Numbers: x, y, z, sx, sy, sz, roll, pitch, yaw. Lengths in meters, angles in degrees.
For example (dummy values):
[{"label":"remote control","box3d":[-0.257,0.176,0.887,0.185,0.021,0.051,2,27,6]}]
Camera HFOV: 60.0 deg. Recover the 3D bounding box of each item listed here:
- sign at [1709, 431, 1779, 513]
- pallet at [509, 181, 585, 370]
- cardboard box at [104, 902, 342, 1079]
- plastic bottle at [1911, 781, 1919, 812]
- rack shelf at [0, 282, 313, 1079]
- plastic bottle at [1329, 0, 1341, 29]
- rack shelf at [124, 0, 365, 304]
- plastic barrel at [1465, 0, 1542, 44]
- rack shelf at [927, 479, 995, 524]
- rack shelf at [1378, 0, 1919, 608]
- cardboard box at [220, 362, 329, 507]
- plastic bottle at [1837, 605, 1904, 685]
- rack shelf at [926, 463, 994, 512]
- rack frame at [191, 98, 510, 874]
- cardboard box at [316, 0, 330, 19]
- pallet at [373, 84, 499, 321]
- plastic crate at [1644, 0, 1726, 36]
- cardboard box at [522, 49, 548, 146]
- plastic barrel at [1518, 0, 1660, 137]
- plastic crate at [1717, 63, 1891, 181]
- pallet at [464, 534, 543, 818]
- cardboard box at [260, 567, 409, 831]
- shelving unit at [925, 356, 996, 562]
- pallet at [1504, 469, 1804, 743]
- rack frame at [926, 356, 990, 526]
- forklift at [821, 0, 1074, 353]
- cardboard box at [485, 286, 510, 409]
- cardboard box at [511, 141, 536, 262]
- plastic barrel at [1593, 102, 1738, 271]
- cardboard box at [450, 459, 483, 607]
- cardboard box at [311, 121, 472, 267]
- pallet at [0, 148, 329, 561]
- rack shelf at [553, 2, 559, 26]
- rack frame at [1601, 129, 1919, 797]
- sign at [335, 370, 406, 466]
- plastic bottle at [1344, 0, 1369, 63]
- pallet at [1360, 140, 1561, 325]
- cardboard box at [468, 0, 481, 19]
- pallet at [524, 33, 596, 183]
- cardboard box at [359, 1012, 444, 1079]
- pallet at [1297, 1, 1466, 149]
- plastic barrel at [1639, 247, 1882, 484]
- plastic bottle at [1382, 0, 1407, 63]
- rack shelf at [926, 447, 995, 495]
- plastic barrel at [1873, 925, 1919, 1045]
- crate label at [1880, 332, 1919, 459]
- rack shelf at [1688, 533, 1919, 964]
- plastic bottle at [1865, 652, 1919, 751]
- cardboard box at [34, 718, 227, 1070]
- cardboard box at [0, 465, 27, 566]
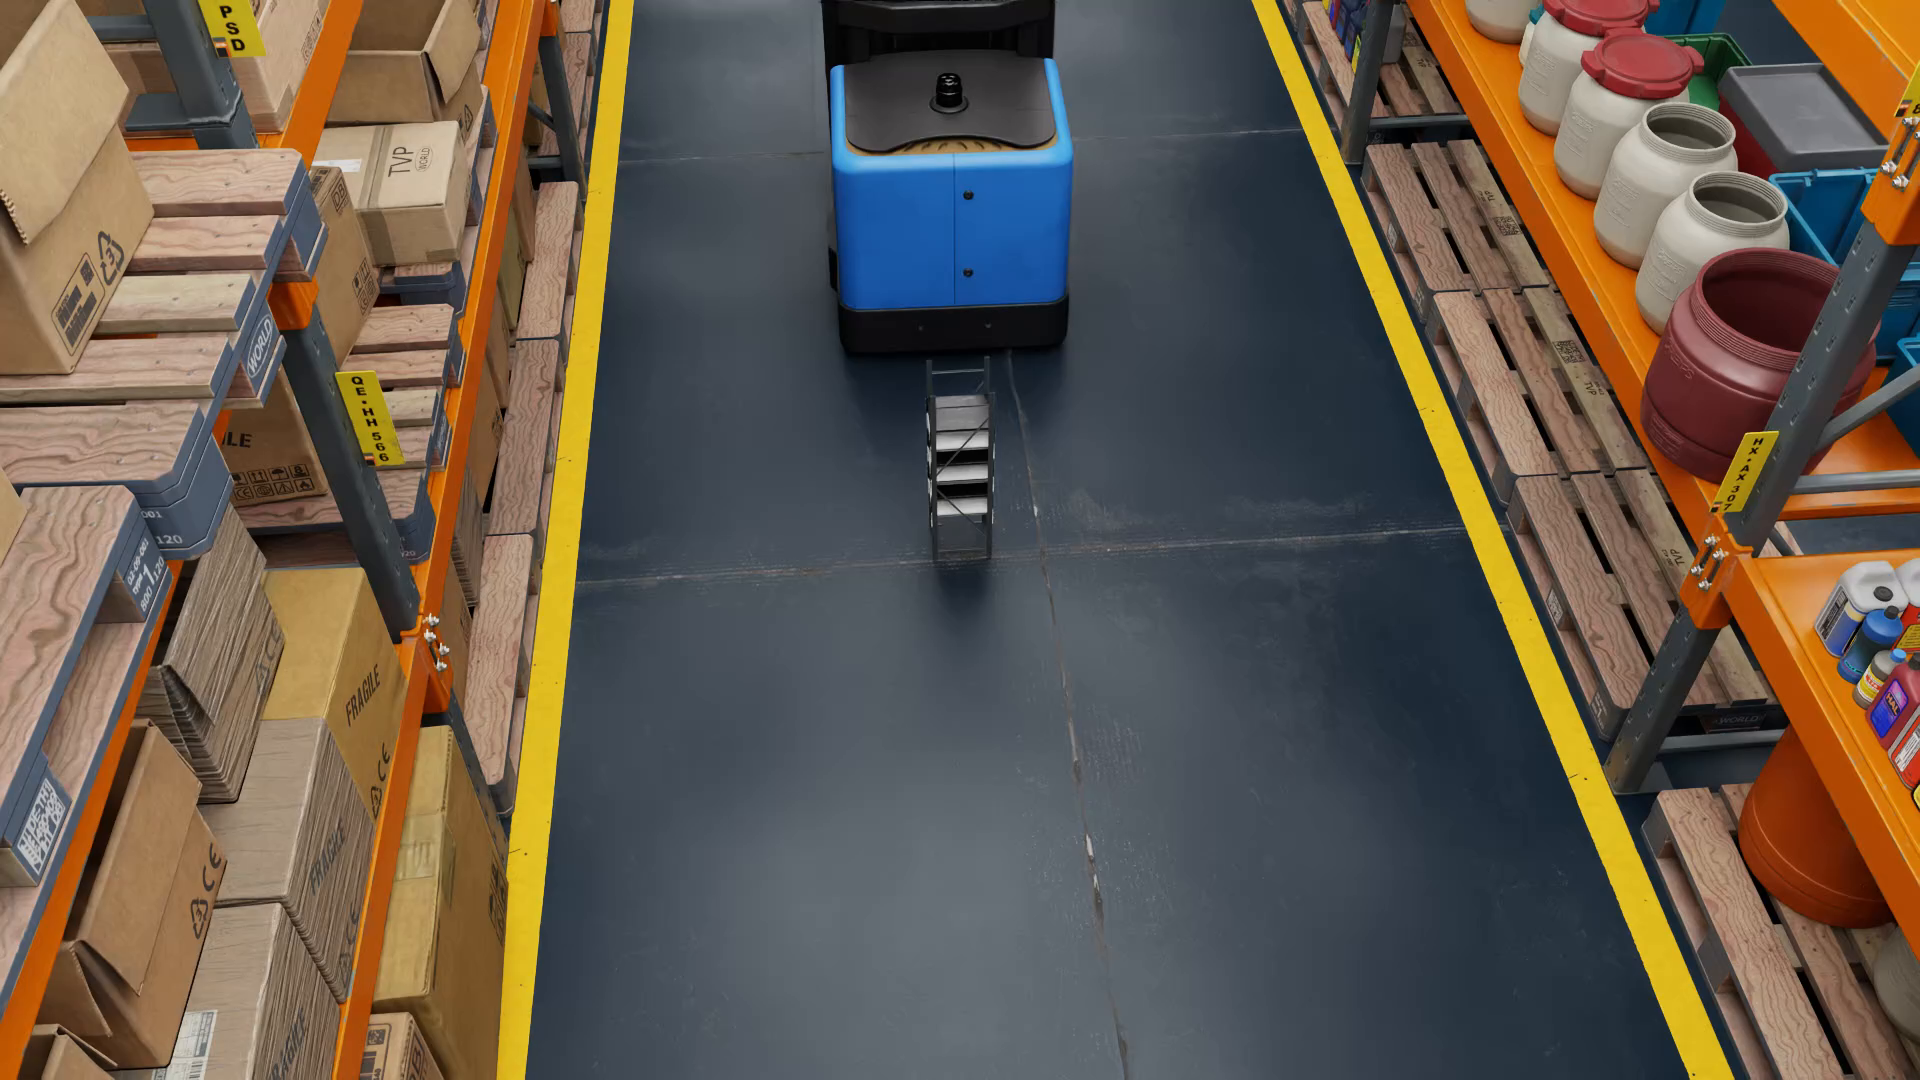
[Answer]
[{"label":"sign","box3d":[2.306,-0.197,4.895,0.100,0.325,0.005,-3,47,-3]},{"label":"pallet","box3d":[-2.350,-1.250,7.925,1.003,0.211,1.213,-3,47,-3]},{"label":"cardboard box","box3d":[-1.711,1.166,3.648,0.500,0.500,0.500,-5,47,-5]},{"label":"plastic bottle","box3d":[2.572,0.628,4.306,0.061,0.283,0.133,-3,47,-3]},{"label":"rack shelf","box3d":[-1.915,0.785,2.507,1.077,0.370,4.000,-3,47,-3]},{"label":"plastic bottle","box3d":[2.106,-2.993,9.223,0.061,0.283,0.133,-1,47,-1]},{"label":"rack shelf","box3d":[-2.249,-2.109,5.248,1.077,0.370,4.000,-3,47,-3]},{"label":"plastic barrel","box3d":[2.380,-2.415,7.014,0.433,0.535,0.433,0,47,0]},{"label":"rack shelf","box3d":[0.001,-0.157,6.709,0.258,0.077,0.200,-3,47,-3]},{"label":"rack shelf","box3d":[2.686,-1.379,6.622,1.077,0.370,4.000,-3,47,-3]},{"label":"cardboard box","box3d":[-2.167,-0.445,4.884,0.500,0.500,0.500,-9,47,-8]},{"label":"plastic bottle","box3d":[2.550,0.283,4.641,0.097,0.271,0.097,0,47,0]},{"label":"rack shelf","box3d":[0.001,-0.219,6.644,0.258,0.077,0.200,-3,47,-3]},{"label":"rack frame","box3d":[-2.082,0.122,4.705,1.000,3.000,0.127,-3,47,-3]},{"label":"cardboard box","box3d":[-1.910,-1.585,4.359,0.500,0.250,0.500,-2,47,-2]},{"label":"pallet","box3d":[-2.288,-1.242,6.129,1.003,0.211,1.213,-3,47,-3]},{"label":"plastic crate","box3d":[2.921,-2.289,6.999,0.392,0.384,0.575,-3,47,-3]},{"label":"cardboard box","box3d":[-2.410,-2.349,8.478,0.500,0.500,0.500,-5,47,-5]},{"label":"plastic barrel","box3d":[2.442,-1.884,6.511,0.433,0.535,0.433,0,47,0]},{"label":"plastic crate","box3d":[3.023,-1.389,6.092,0.402,0.464,0.583,-3,47,-3]},{"label":"pallet","box3d":[-2.146,0.515,6.253,1.003,0.211,1.213,-3,47,-3]},{"label":"cardboard box","box3d":[-1.794,0.429,4.345,0.500,0.500,0.500,-2,47,-2]},{"label":"shelving unit","box3d":[0.001,-0.304,6.554,0.258,0.900,0.210,-3,47,-3]},{"label":"pallet","box3d":[2.827,0.217,6.536,1.003,0.211,1.213,-3,47,-3]},{"label":"rack frame","box3d":[-0.008,-0.377,6.624,0.240,0.900,0.006,-3,47,-3]},{"label":"forklift","box3d":[-0.117,-2.929,7.642,1.130,2.935,3.031,-3,47,-2]},{"label":"cardboard box","box3d":[-2.318,-0.868,7.061,0.700,0.500,0.500,-7,47,-7]},{"label":"cardboard box","box3d":[-2.387,-1.619,7.772,0.700,0.500,0.500,-7,47,-6]},{"label":"plastic barrel","box3d":[2.519,-1.254,5.931,0.421,0.512,0.421,0,47,0]},{"label":"cardboard box","box3d":[-2.217,-0.054,6.290,0.700,0.500,0.500,-7,47,-7]},{"label":"cardboard box","box3d":[-1.993,-1.198,5.769,0.500,0.250,0.500,-5,47,-4]},{"label":"pallet","box3d":[-1.975,-0.382,3.247,1.213,0.211,1.003,-2,47,-1]},{"label":"rack shelf","box3d":[-2.584,-3.972,9.078,1.077,0.370,4.000,-3,47,-3]},{"label":"rack frame","box3d":[2.854,-0.179,4.990,1.000,3.000,0.127,-3,47,-3]},{"label":"sign","box3d":[-1.529,-0.313,4.319,0.100,0.325,0.005,-3,47,-3]},{"label":"plastic bottle","box3d":[2.178,-2.762,8.958,0.144,0.351,0.185,-5,47,-4]},{"label":"pallet","box3d":[2.623,-1.549,8.208,1.003,0.211,1.213,-3,47,-3]},{"label":"cardboard box","box3d":[-2.490,-2.540,6.523,1.000,1.000,1.000,-3,47,-3]},{"label":"pallet","box3d":[-2.508,-2.297,8.917,1.003,0.211,1.213,-3,47,-3]},{"label":"cardboard box","box3d":[-1.978,1.854,4.239,1.225,0.875,0.875,-3,47,-3]},{"label":"pallet","box3d":[2.504,-2.603,9.206,1.003,0.211,1.213,-3,47,-3]},{"label":"plastic barrel","box3d":[2.513,-0.543,5.242,0.600,0.536,0.708,-3,47,-3]},{"label":"plastic bottle","box3d":[2.321,-2.771,8.966,0.144,0.351,0.185,-3,47,-3]},{"label":"rack shelf","box3d":[0.001,-0.281,6.578,0.258,0.077,0.200,-3,47,-3]},{"label":"plastic barrel","box3d":[3.048,1.288,5.025,0.421,0.512,0.421,0,47,0]},{"label":"crate label","box3d":[3.192,-0.449,5.361,0.303,0.233,0.416,-3,47,-3]},{"label":"rack shelf","box3d":[3.021,1.515,3.881,1.077,0.370,4.000,-3,47,-3]},{"label":"plastic bottle","box3d":[2.550,0.434,4.490,0.061,0.283,0.133,-3,47,-3]},{"label":"cardboard box","box3d":[-1.985,0.744,3.356,0.797,0.503,0.637,-3,47,-2]},{"label":"cardboard box","box3d":[-1.799,-0.032,2.427,0.500,0.500,0.500,-1,47,-1]}]
